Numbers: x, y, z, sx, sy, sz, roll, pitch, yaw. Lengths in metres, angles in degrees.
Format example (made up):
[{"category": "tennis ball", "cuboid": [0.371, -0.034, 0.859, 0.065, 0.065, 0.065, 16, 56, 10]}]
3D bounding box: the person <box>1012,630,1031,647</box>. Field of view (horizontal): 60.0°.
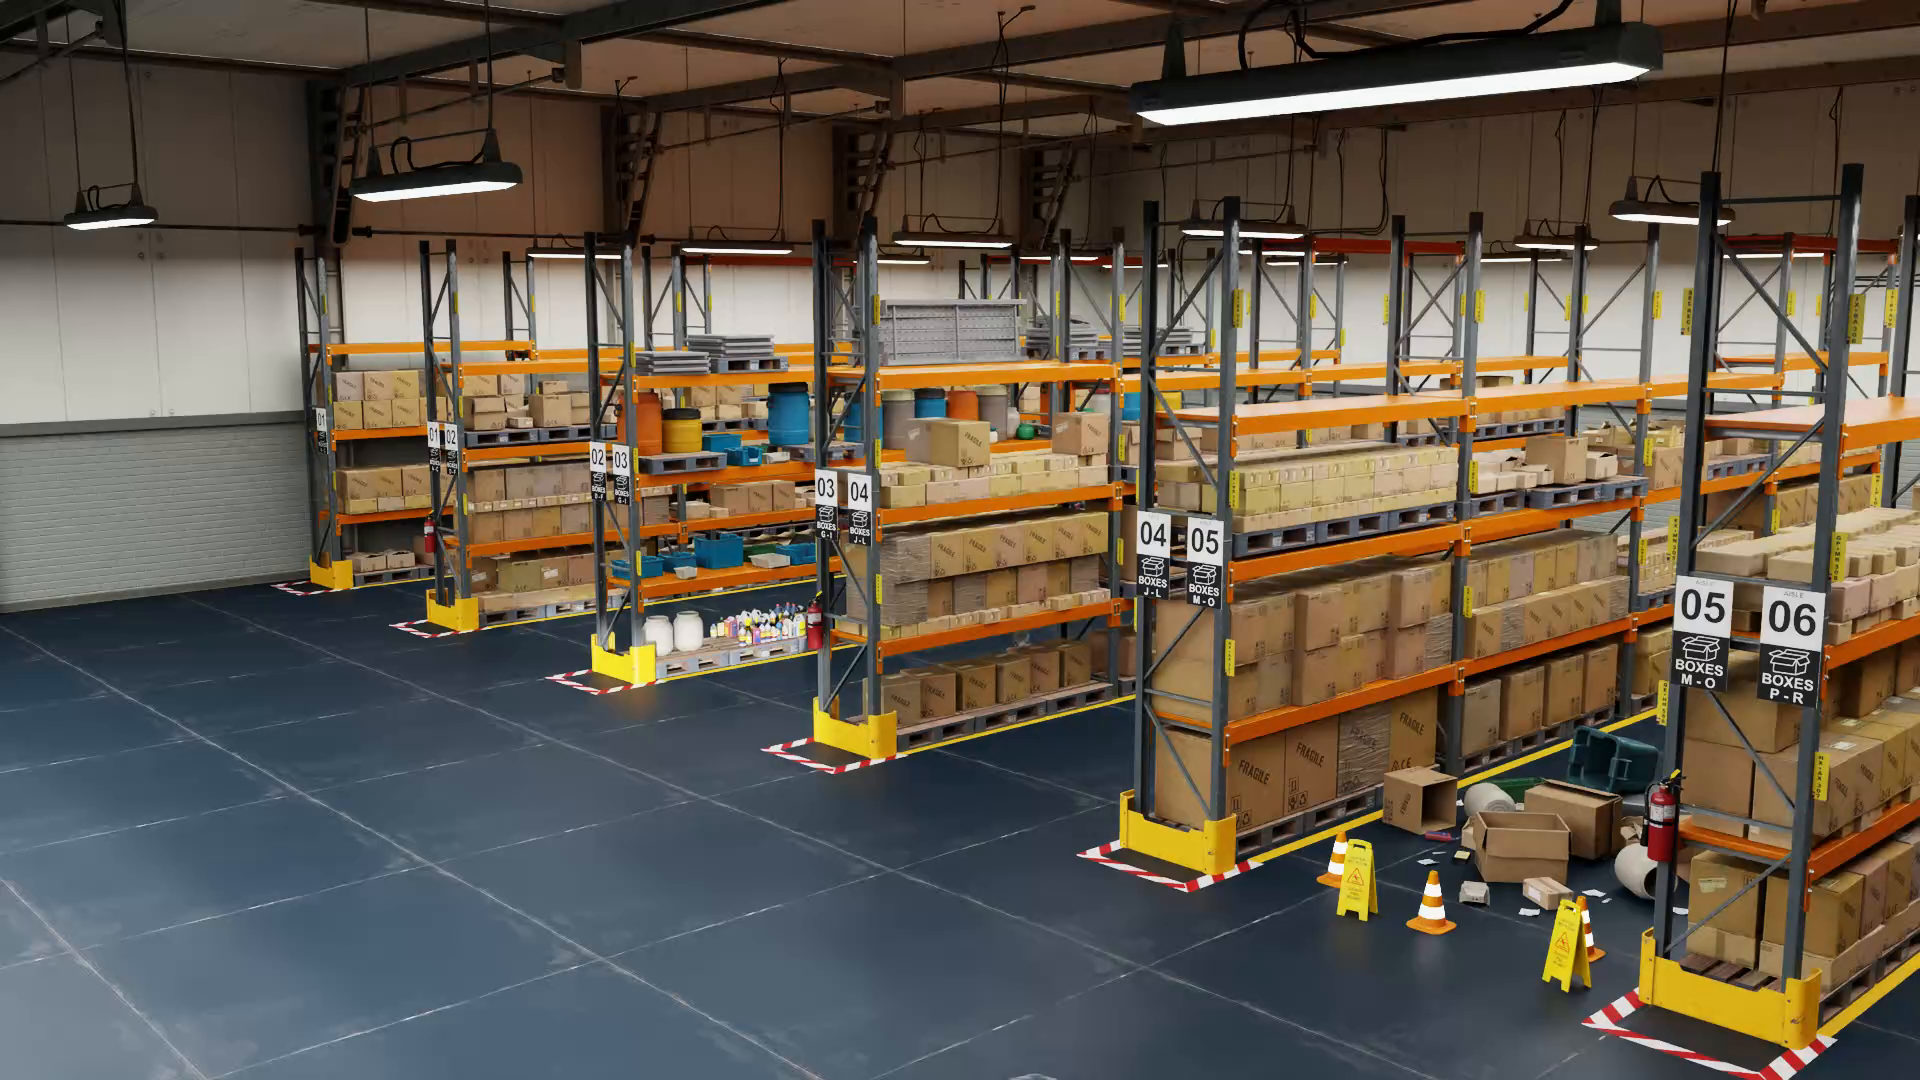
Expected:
[{"category": "person", "cuboid": [0.755, 0.735, 22.738, 0.618, 1.658, 0.543, -8, 11, -43]}]
